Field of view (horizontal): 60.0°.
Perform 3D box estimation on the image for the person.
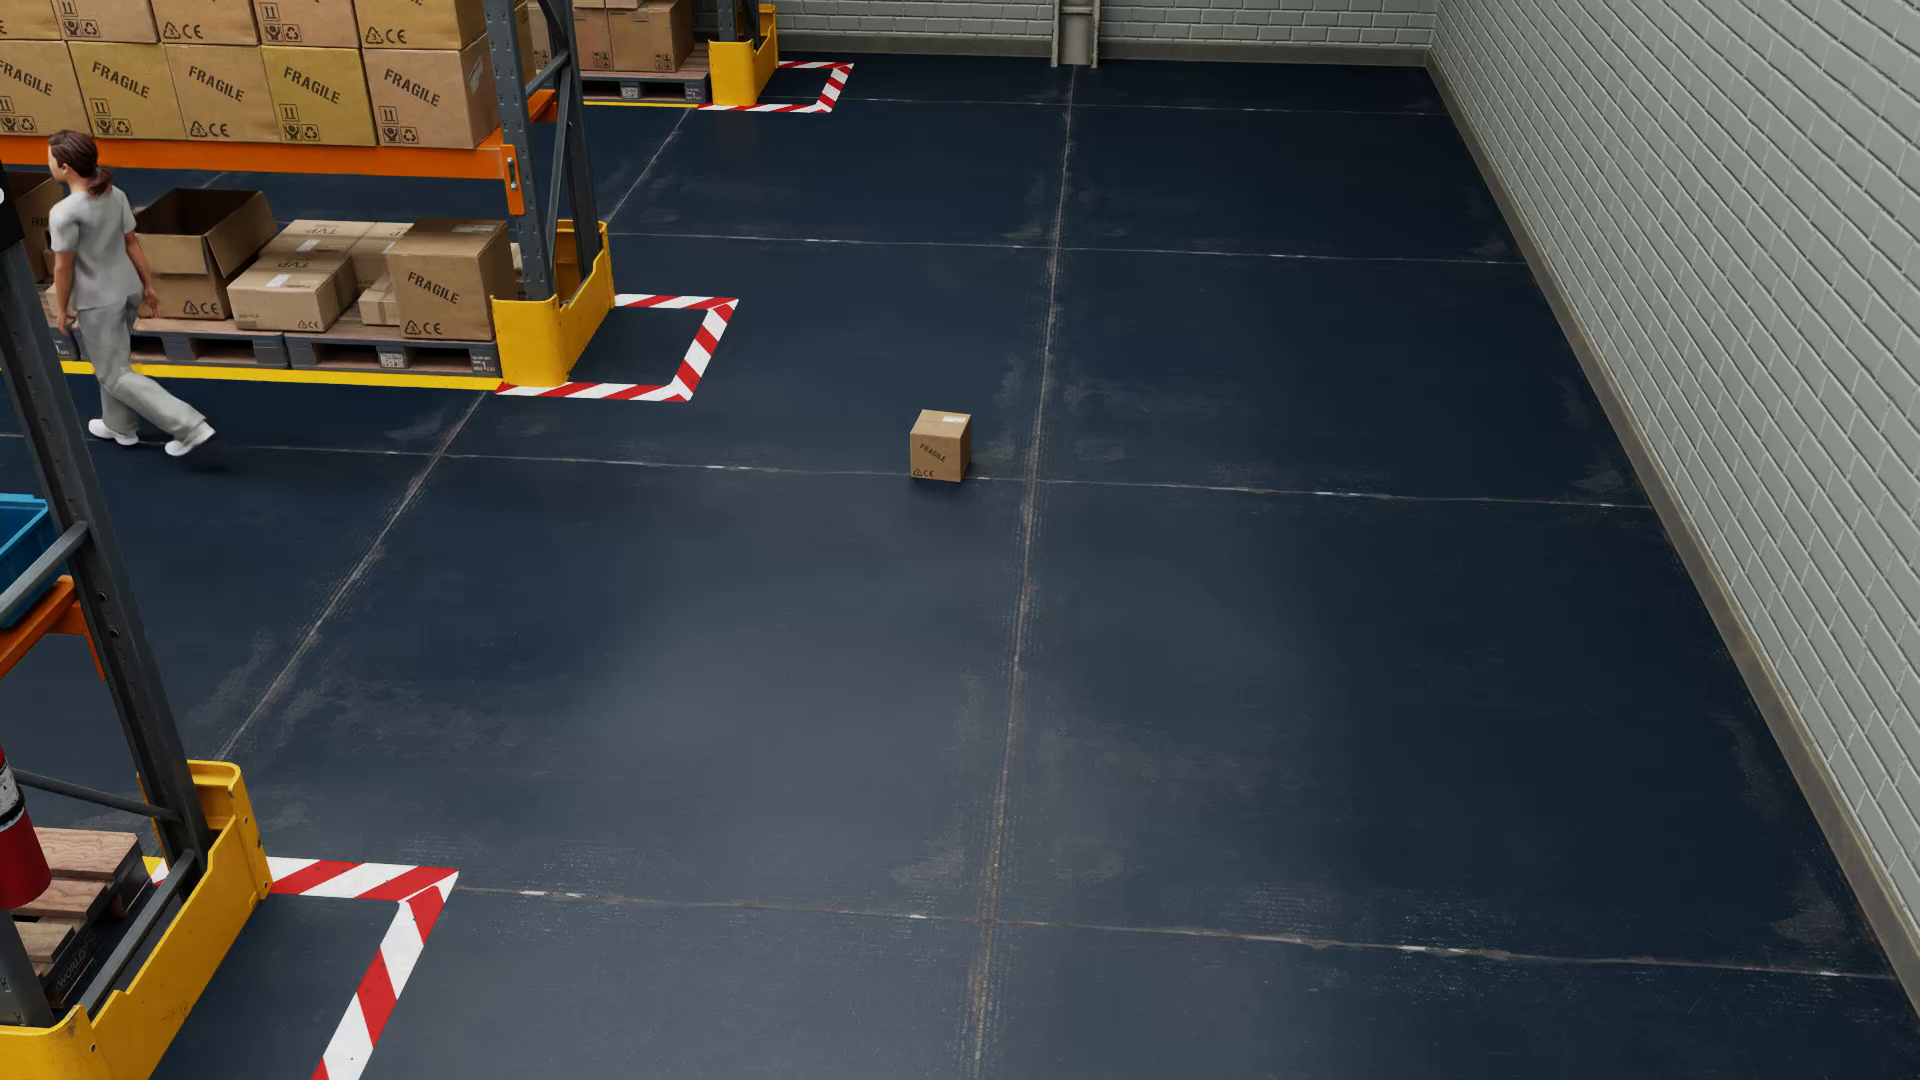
[{"bbox_3d":[-4.054,-1.136,7.962,0.893,1.623,0.445,8,33,12],"label":"person"}]
